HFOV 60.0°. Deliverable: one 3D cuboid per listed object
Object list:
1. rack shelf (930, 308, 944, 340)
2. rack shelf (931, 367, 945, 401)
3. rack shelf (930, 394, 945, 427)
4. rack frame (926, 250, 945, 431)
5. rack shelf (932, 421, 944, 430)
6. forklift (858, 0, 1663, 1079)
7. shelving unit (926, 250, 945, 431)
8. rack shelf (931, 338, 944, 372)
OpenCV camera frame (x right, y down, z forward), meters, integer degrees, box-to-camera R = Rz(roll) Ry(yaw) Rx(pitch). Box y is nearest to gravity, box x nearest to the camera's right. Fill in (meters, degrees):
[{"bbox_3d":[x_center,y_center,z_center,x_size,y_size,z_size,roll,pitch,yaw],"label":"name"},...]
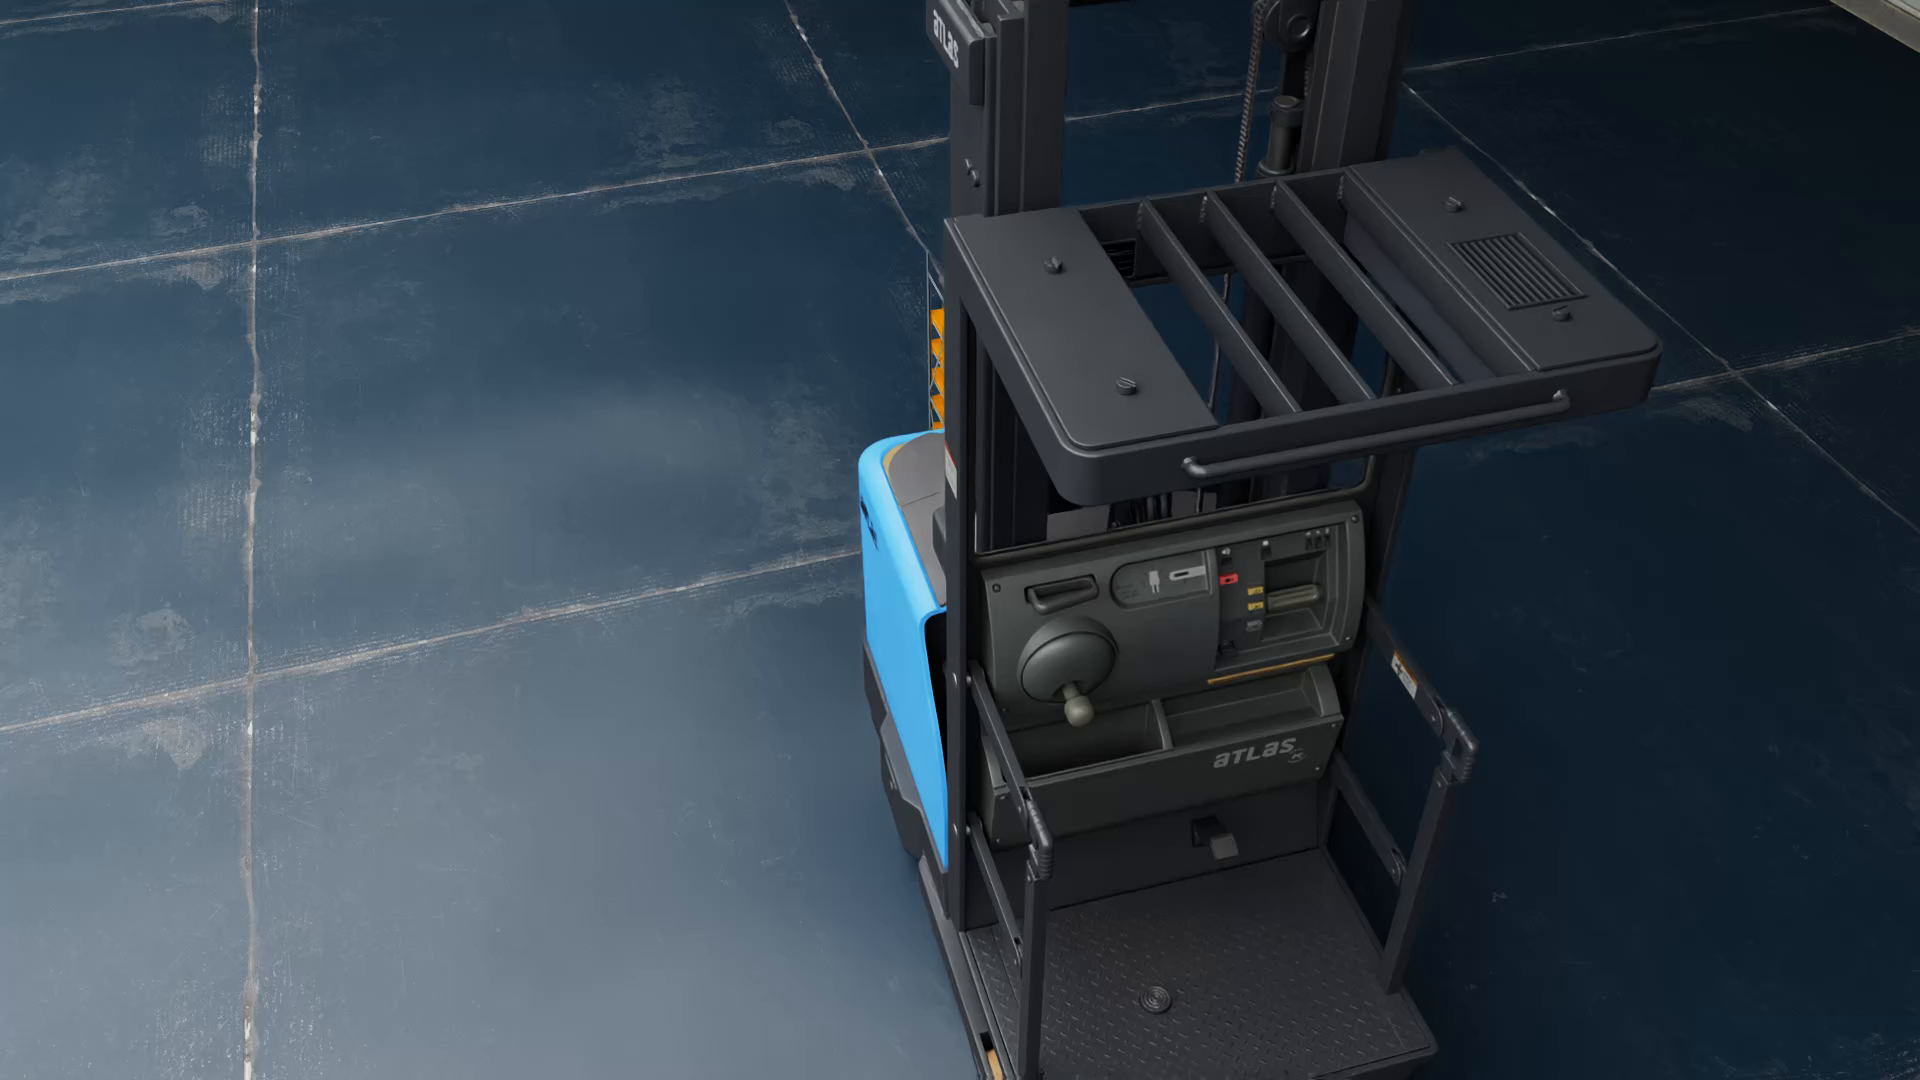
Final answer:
[{"bbox_3d":[0.014,-0.692,5.651,0.180,0.103,0.258,-12,42,-13],"label":"rack shelf"},{"bbox_3d":[0.014,-0.512,5.809,0.180,0.103,0.258,-12,42,-13],"label":"rack shelf"},{"bbox_3d":[0.014,-0.421,5.888,0.180,0.103,0.258,-12,42,-13],"label":"rack shelf"},{"bbox_3d":[-0.073,-0.437,5.838,0.006,1.200,0.240,-12,42,-13],"label":"rack frame"},{"bbox_3d":[0.014,-0.331,5.967,0.180,0.103,0.258,-12,42,-13],"label":"rack shelf"},{"bbox_3d":[0.572,0.258,3.727,1.130,2.935,3.031,-11,42,-12],"label":"forklift"},{"bbox_3d":[0.014,-0.455,5.859,0.189,1.200,0.258,-12,42,-13],"label":"shelving unit"},{"bbox_3d":[0.014,-0.602,5.730,0.180,0.103,0.258,-12,42,-13],"label":"rack shelf"}]
